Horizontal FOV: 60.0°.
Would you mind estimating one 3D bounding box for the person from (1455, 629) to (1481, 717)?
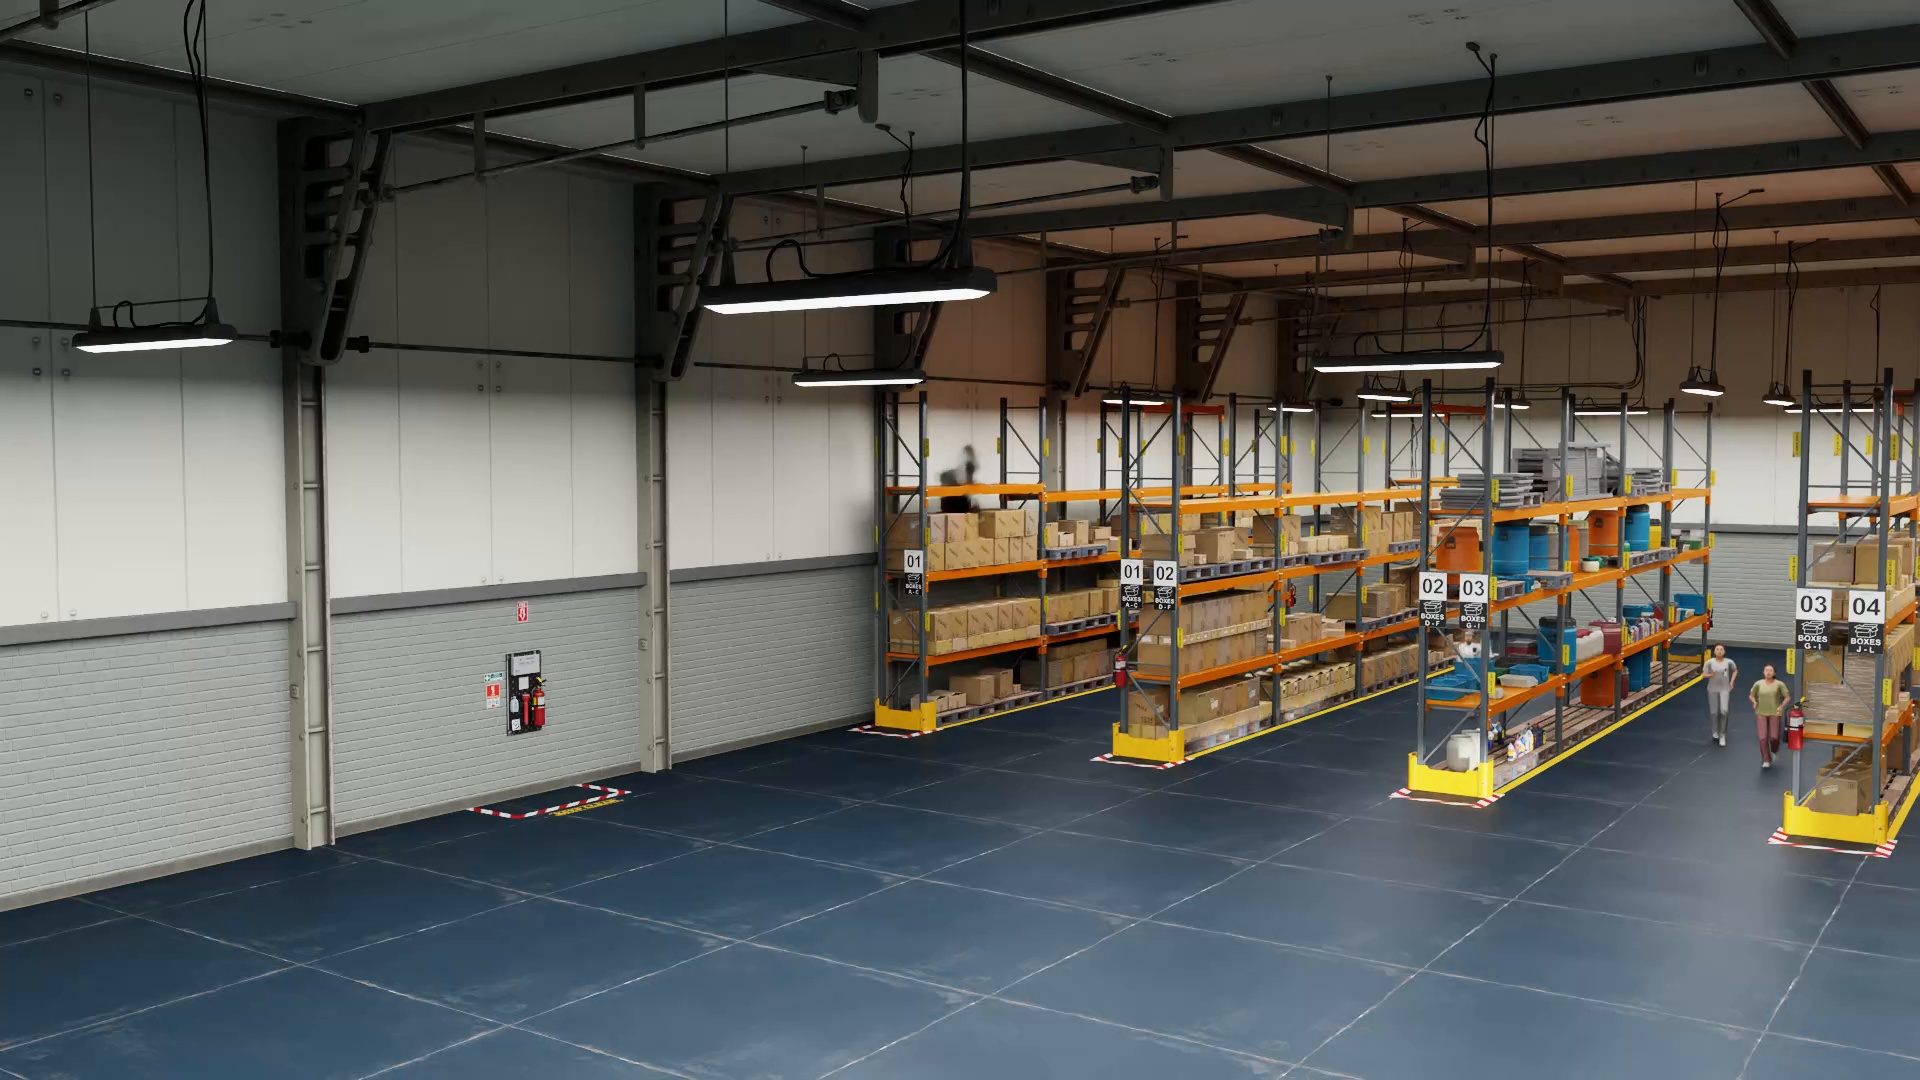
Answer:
[{"bbox_3d":[9.421,2.460,30.769,0.589,1.653,0.522,2,4,35],"label":"person"}]

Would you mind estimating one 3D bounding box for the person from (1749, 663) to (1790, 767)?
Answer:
[{"bbox_3d":[12.661,2.742,26.045,0.577,1.620,0.562,2,4,31],"label":"person"}]

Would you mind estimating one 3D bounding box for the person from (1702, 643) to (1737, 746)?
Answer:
[{"bbox_3d":[12.857,2.601,28.168,0.546,1.717,0.720,2,4,26],"label":"person"}]
